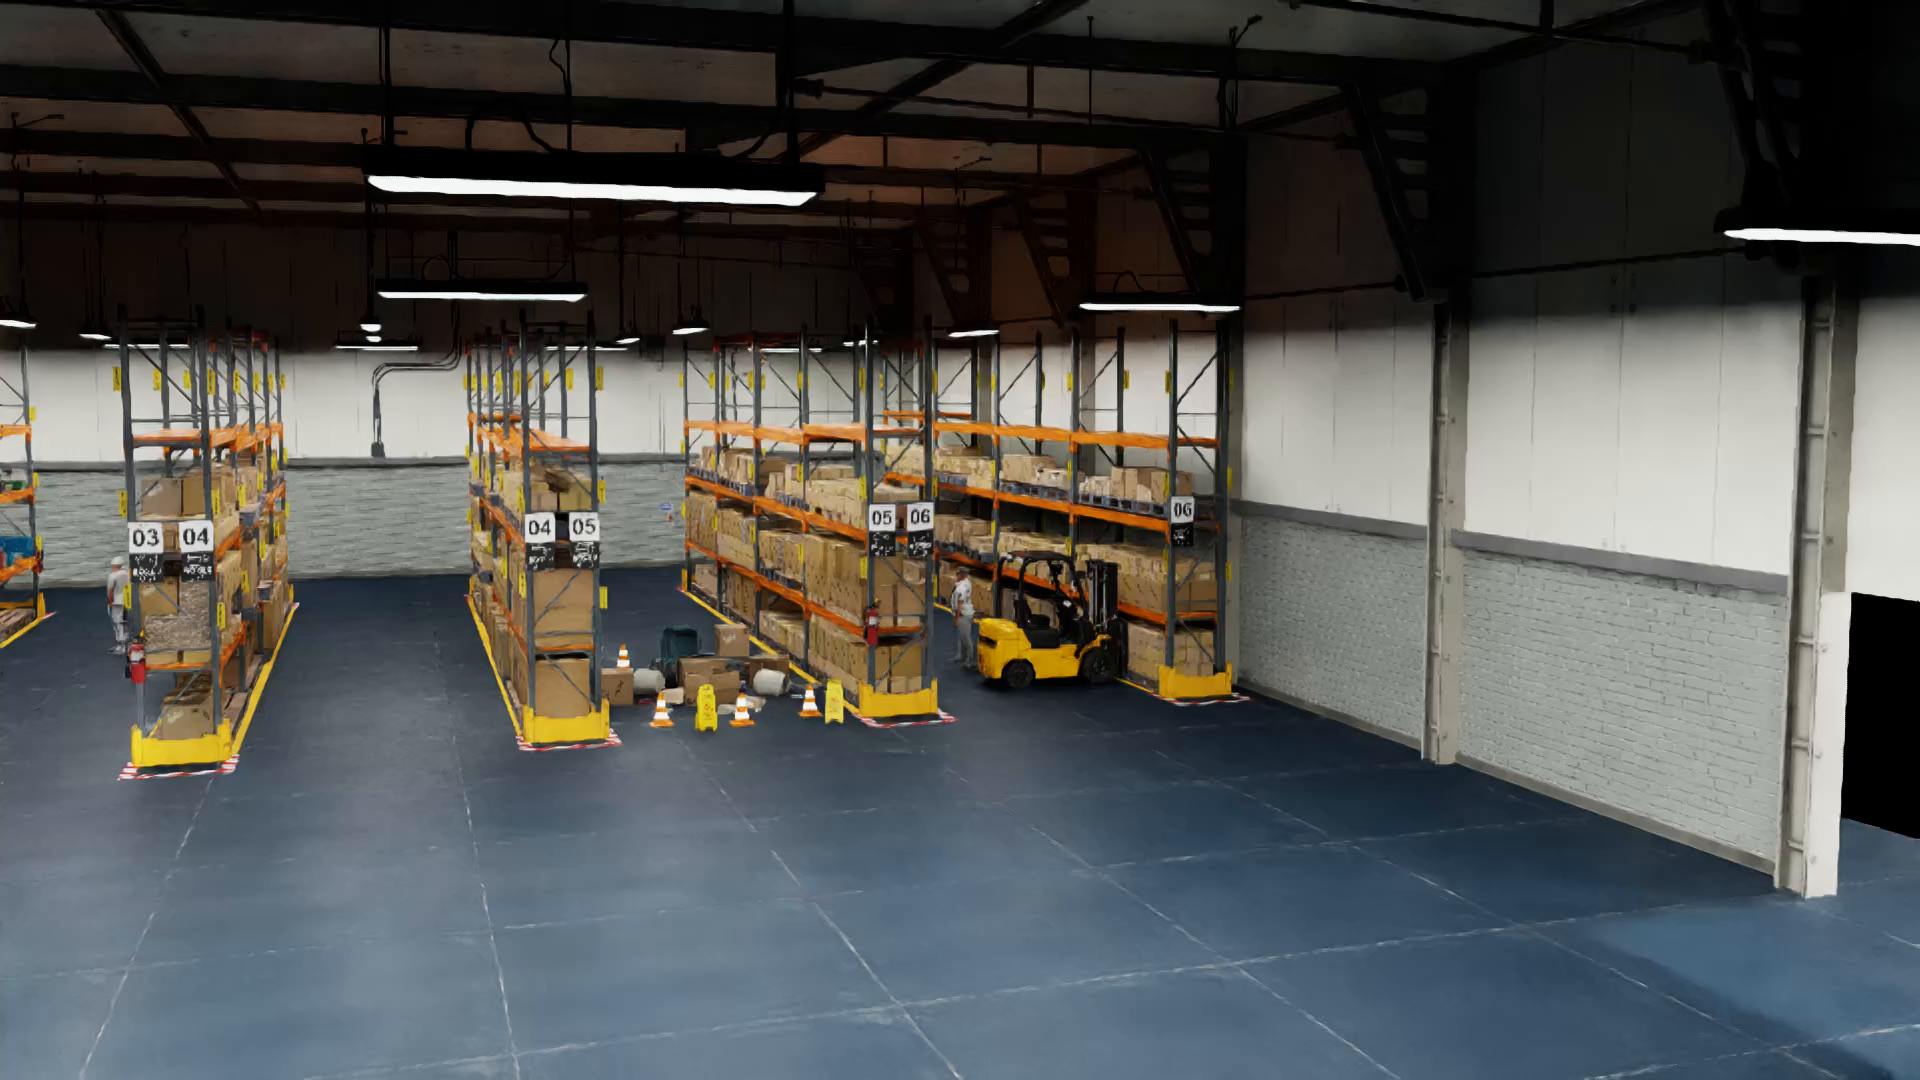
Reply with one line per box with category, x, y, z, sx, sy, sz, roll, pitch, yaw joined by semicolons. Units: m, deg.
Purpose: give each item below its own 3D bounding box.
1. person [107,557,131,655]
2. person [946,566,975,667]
person;-15.517;1.199;30.572;0.489;1.787;0.608;1;6;11
person;0.012;1.337;29.360;0.555;1.754;0.623;1;6;11
